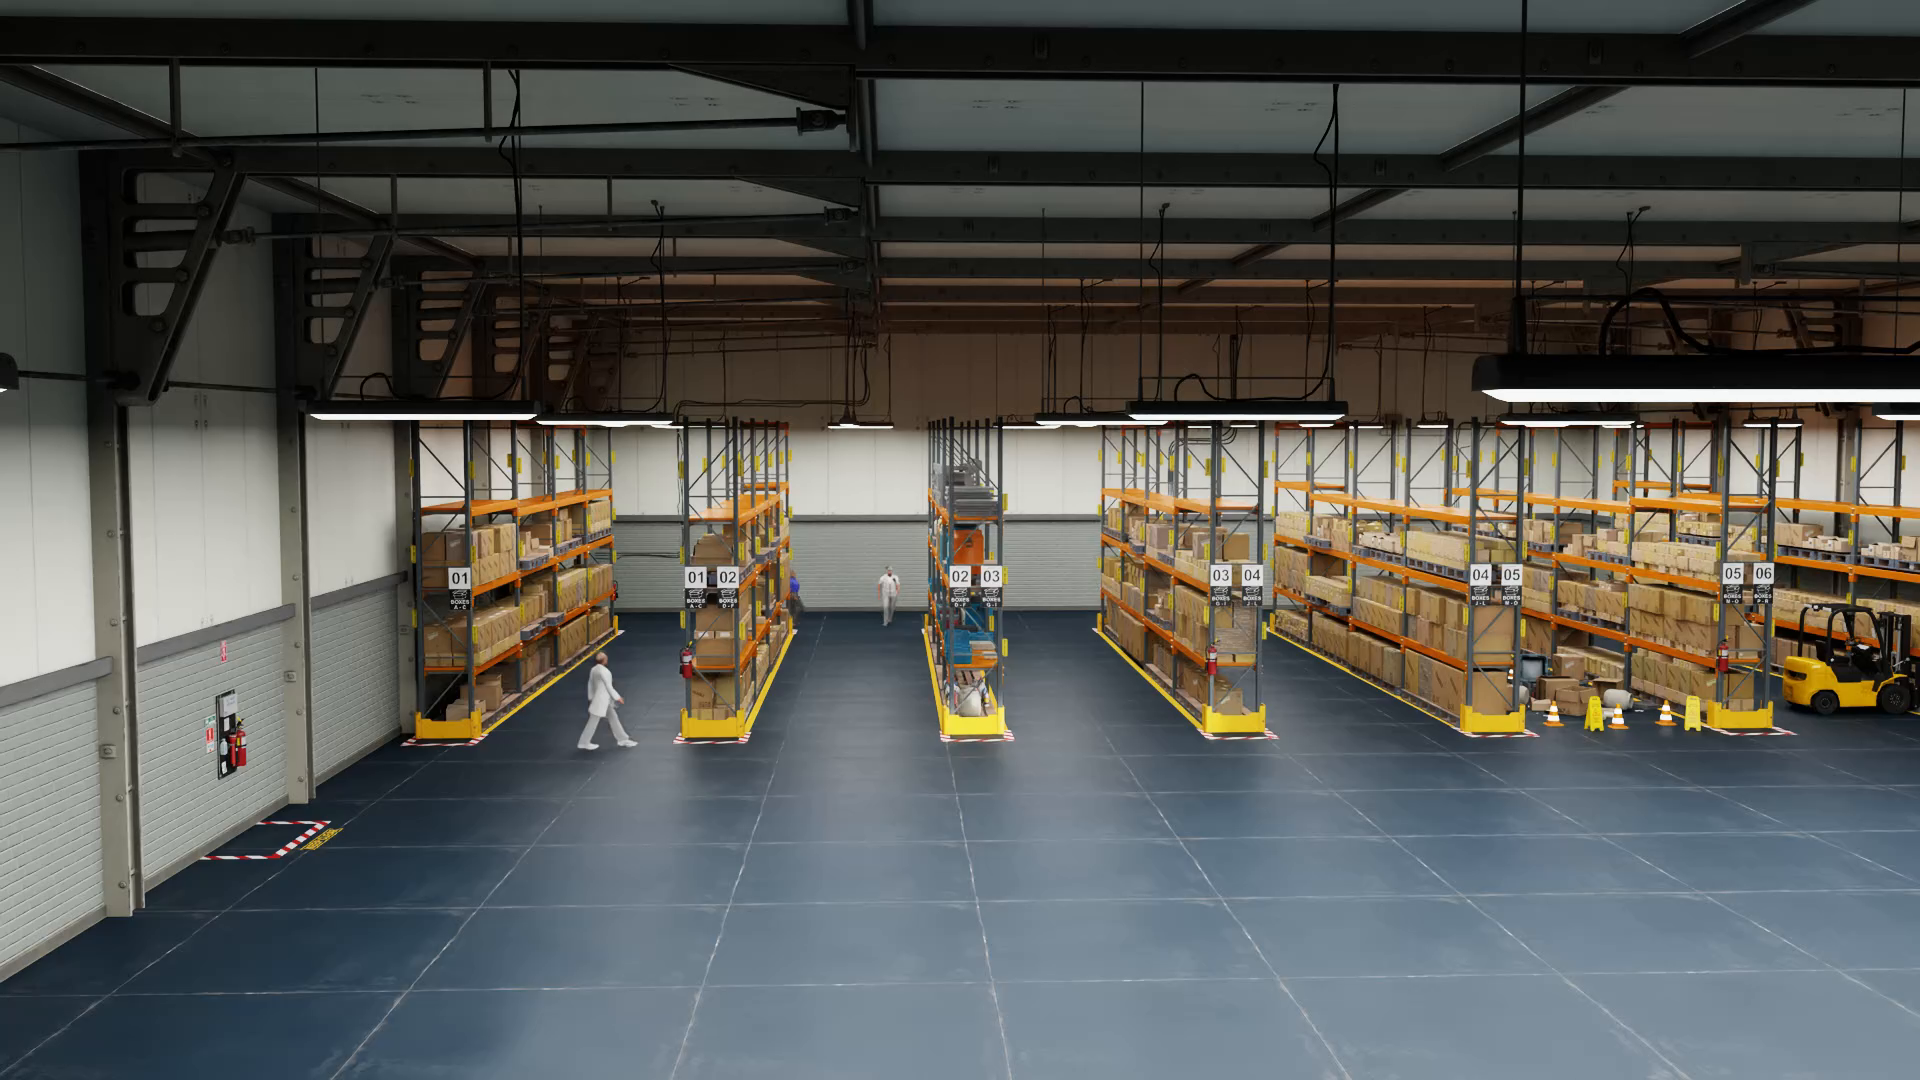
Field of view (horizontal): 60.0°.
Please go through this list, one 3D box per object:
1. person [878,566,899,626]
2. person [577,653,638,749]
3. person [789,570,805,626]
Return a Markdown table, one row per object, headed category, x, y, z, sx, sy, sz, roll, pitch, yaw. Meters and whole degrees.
| category | x | y | z | sx | sy | sz | roll | pitch | yaw |
| --- | --- | --- | --- | --- | --- | --- | --- | --- | --- |
| person | -2.118 | 1.664 | 49.407 | 0.638 | 1.812 | 0.893 | 0 | 4 | -5 |
| person | -6.323 | 2.875 | 29.770 | 1.064 | 1.731 | 0.534 | -1 | 4 | -11 |
| person | -4.850 | 1.765 | 48.861 | 0.500 | 1.576 | 0.510 | 1 | 4 | 8 |
